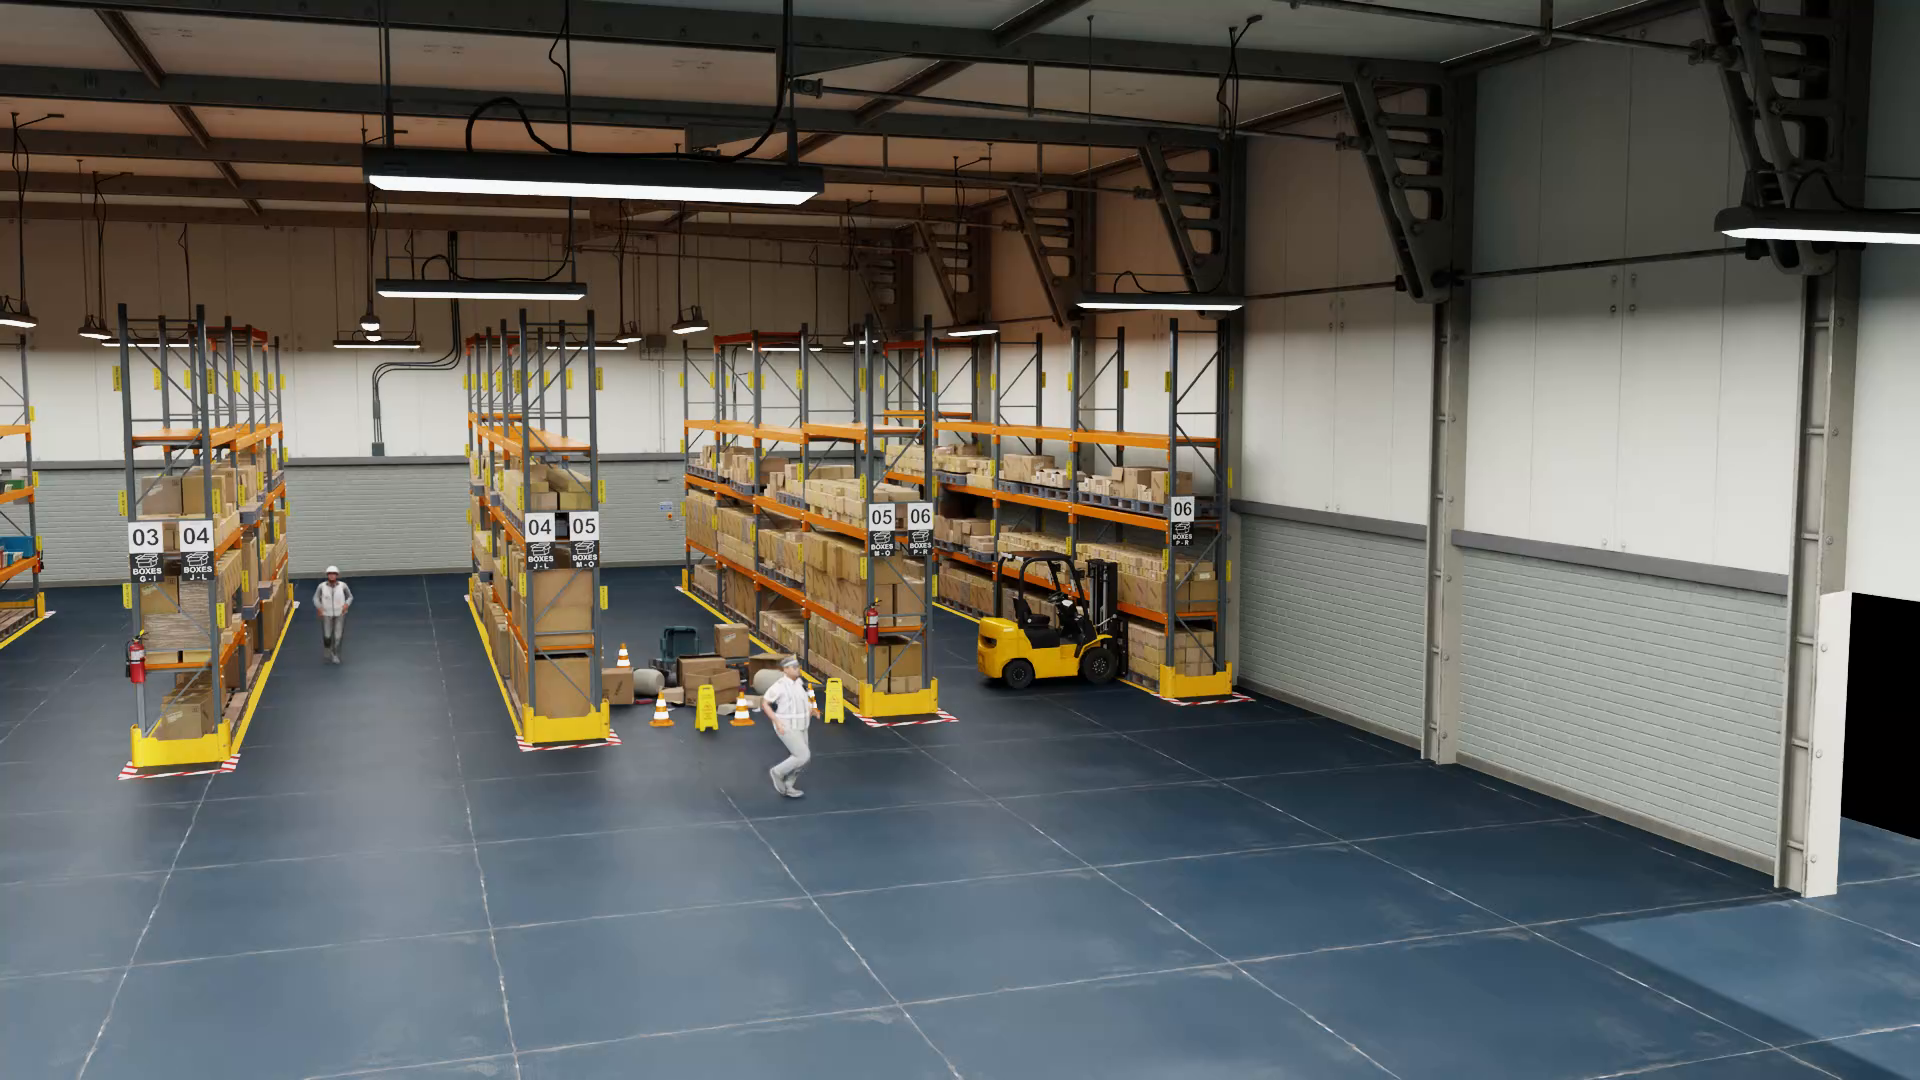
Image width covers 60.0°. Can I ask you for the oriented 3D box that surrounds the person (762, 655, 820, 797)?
[{"bbox_3d":[-1.971,2.241,20.004,0.590,1.728,0.664,3,6,26],"label":"person"}]

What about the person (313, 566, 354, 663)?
[{"bbox_3d":[-11.148,1.330,29.627,0.668,1.741,0.570,-2,6,-22],"label":"person"}]
